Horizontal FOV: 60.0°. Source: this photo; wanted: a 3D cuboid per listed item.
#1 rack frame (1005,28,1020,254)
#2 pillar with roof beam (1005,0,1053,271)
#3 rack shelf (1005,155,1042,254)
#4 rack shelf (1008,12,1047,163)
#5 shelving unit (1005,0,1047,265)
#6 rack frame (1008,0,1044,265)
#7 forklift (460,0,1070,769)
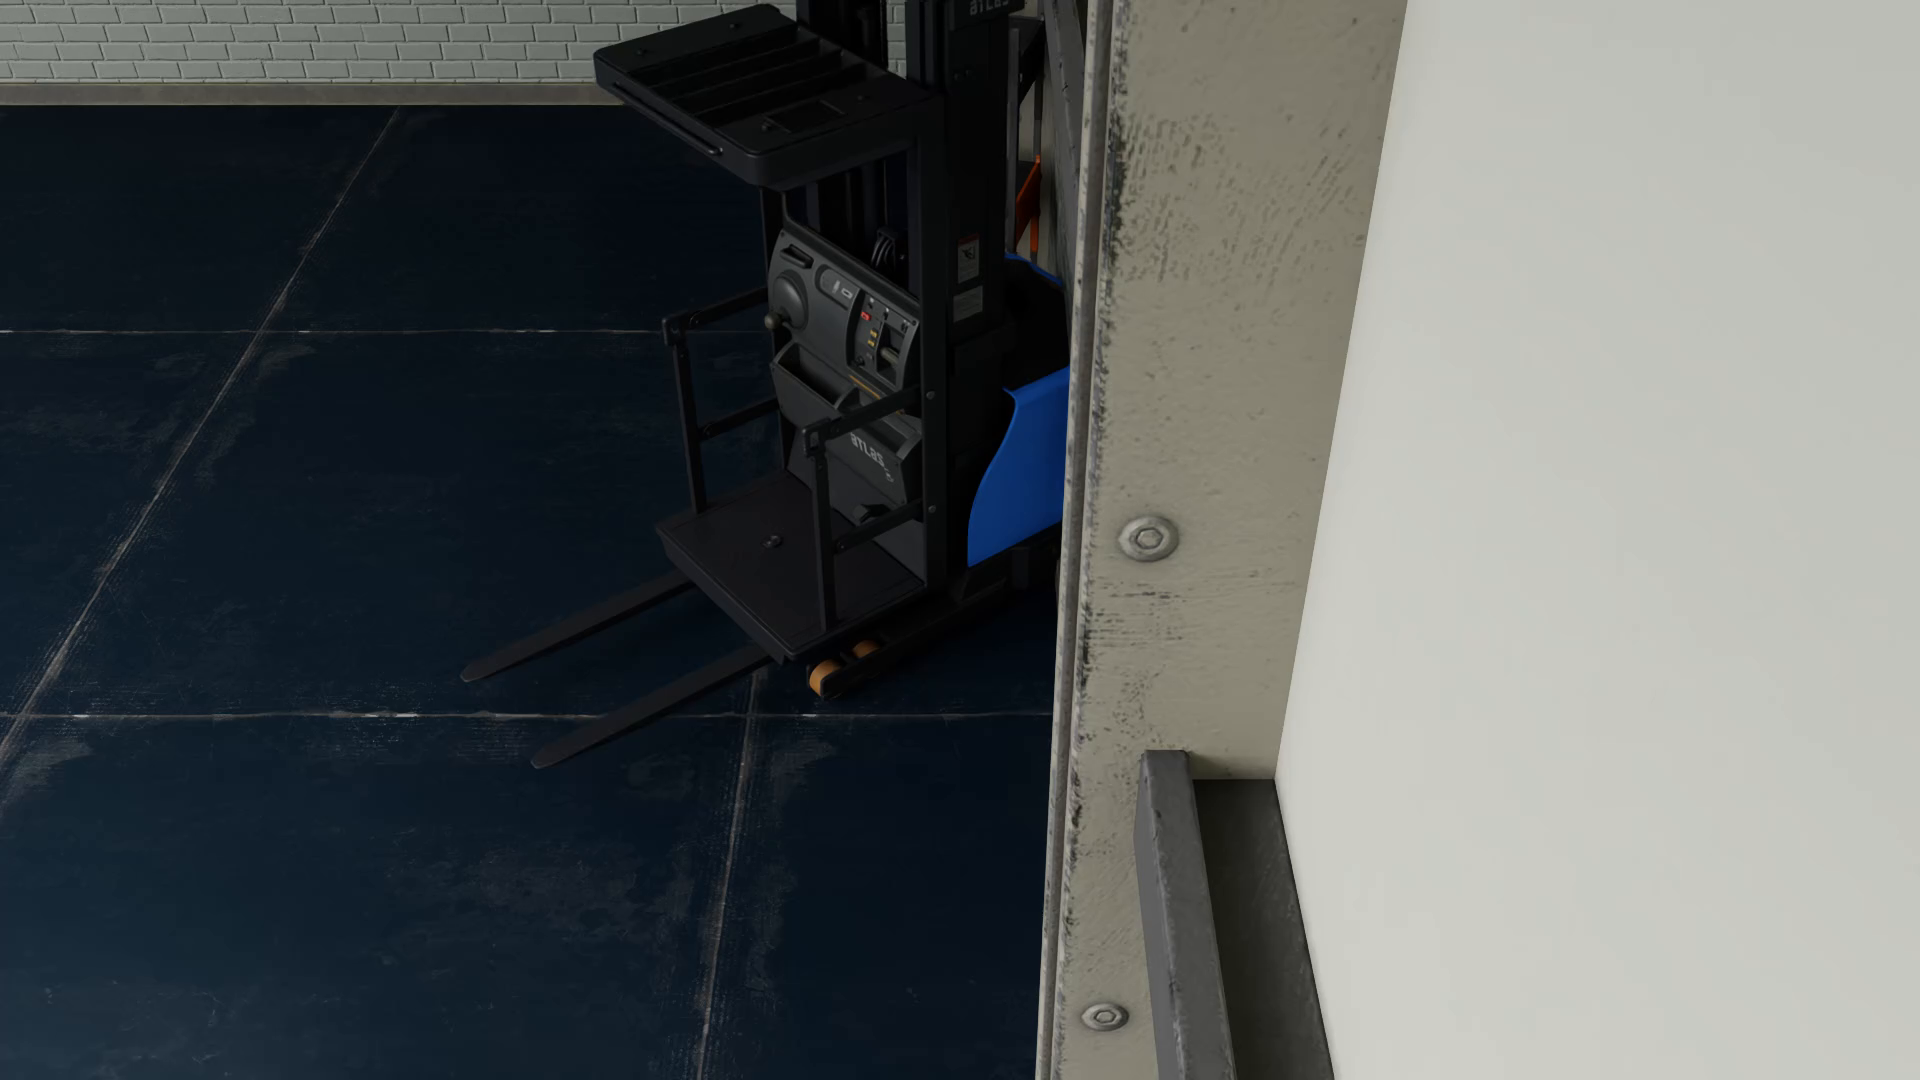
[{"bbox_3d":[0.063,-1.401,7.819,0.400,2.100,0.015,10,40,12],"label":"rack frame"},{"bbox_3d":[-3.994,-4.662,6.372,9.100,9.000,0.400,0,39,0],"label":"pillar with roof beam"},{"bbox_3d":[0.128,-1.537,8.011,0.431,0.518,0.480,10,40,12],"label":"rack shelf"},{"bbox_3d":[0.128,-2.083,7.573,0.431,0.518,0.480,10,40,12],"label":"rack shelf"},{"bbox_3d":[0.128,-1.548,8.002,0.431,2.100,0.503,10,40,12],"label":"shelving unit"},{"bbox_3d":[0.193,-1.695,8.186,0.400,2.100,0.015,10,40,12],"label":"rack frame"},{"bbox_3d":[-0.632,-0.855,6.474,3.031,2.935,1.130,-27,46,-29],"label":"forklift"}]
